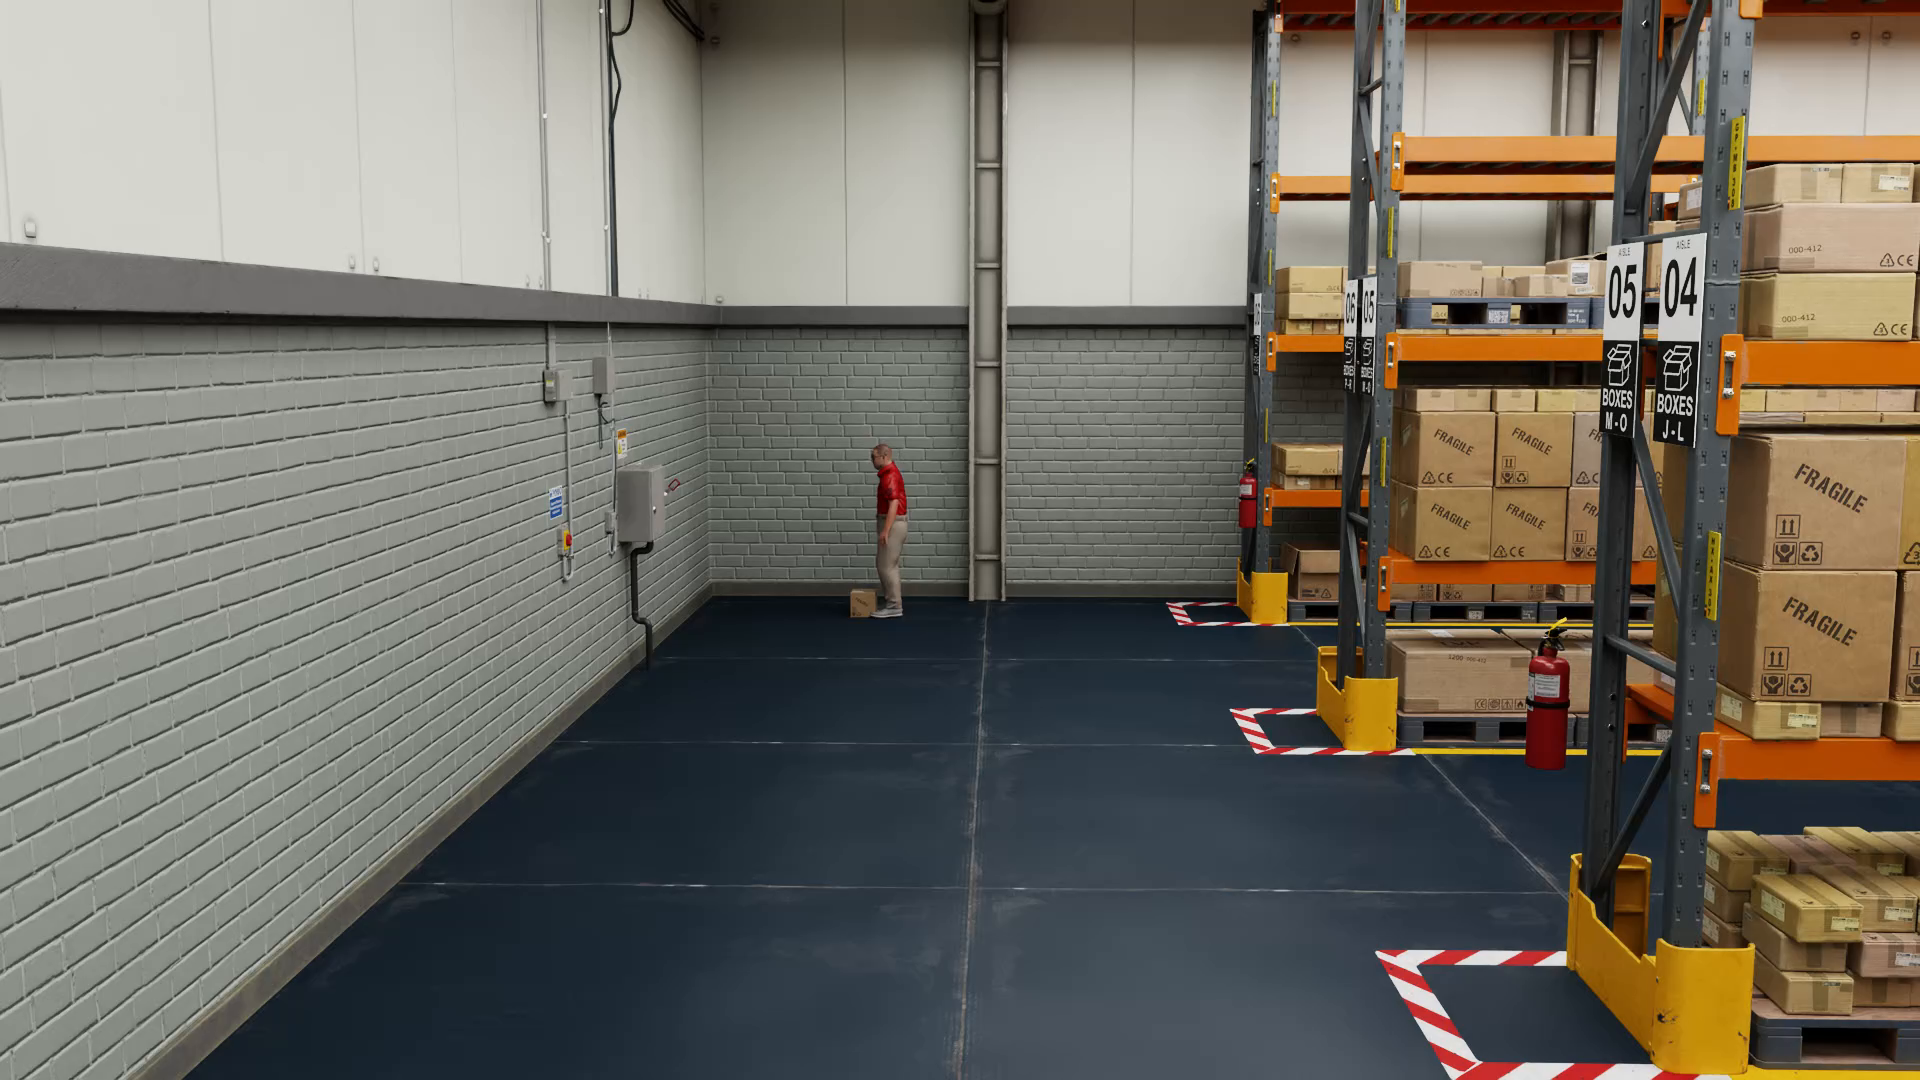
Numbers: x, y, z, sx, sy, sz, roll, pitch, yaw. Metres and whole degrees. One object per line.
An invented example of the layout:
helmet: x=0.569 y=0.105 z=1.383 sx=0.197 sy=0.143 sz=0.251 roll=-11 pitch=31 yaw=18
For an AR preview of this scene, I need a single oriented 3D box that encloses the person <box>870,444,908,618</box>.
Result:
person: x=-0.712 y=-0.100 z=16.611 sx=0.384 sy=1.728 sz=0.604 roll=0 pitch=7 yaw=-1
